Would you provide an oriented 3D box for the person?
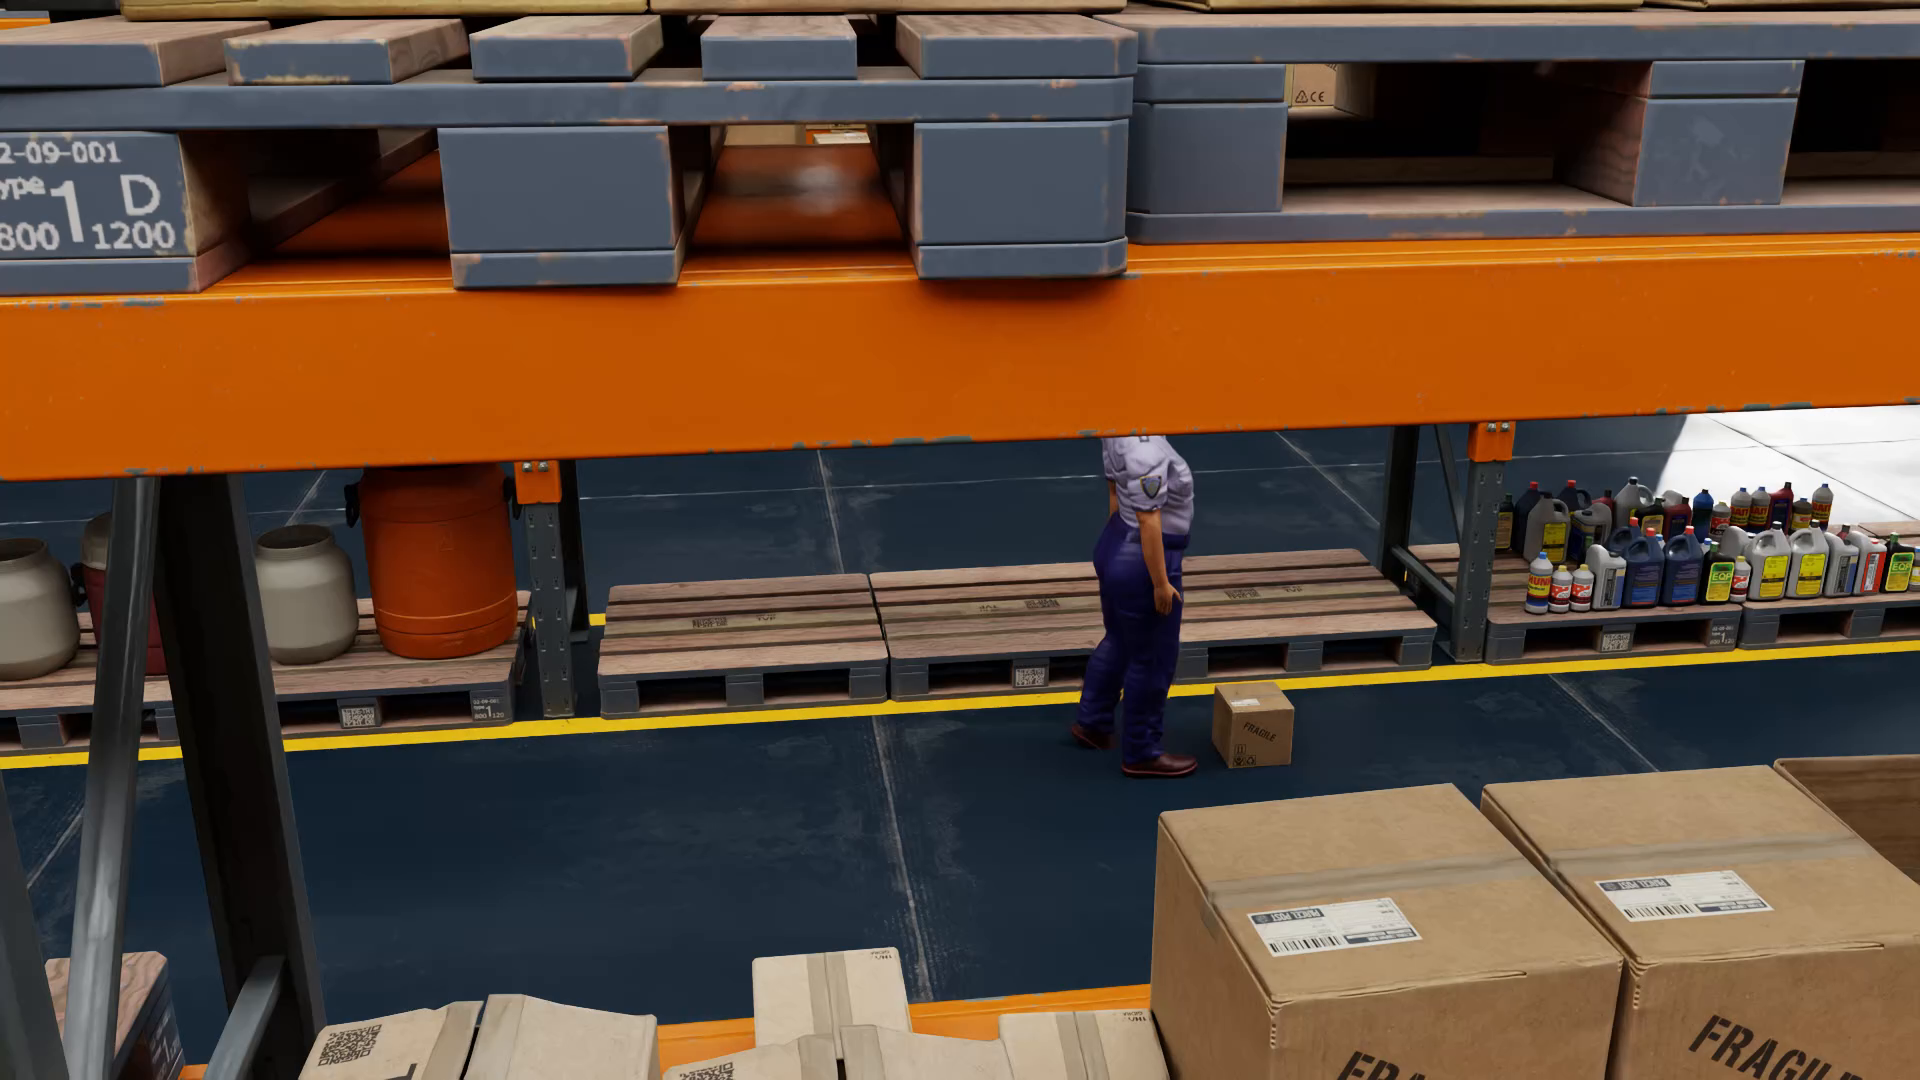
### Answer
[{"bbox_3d":[0.687,0.129,6.326,0.458,1.707,0.479,-3,20,-7],"label":"person"}]
